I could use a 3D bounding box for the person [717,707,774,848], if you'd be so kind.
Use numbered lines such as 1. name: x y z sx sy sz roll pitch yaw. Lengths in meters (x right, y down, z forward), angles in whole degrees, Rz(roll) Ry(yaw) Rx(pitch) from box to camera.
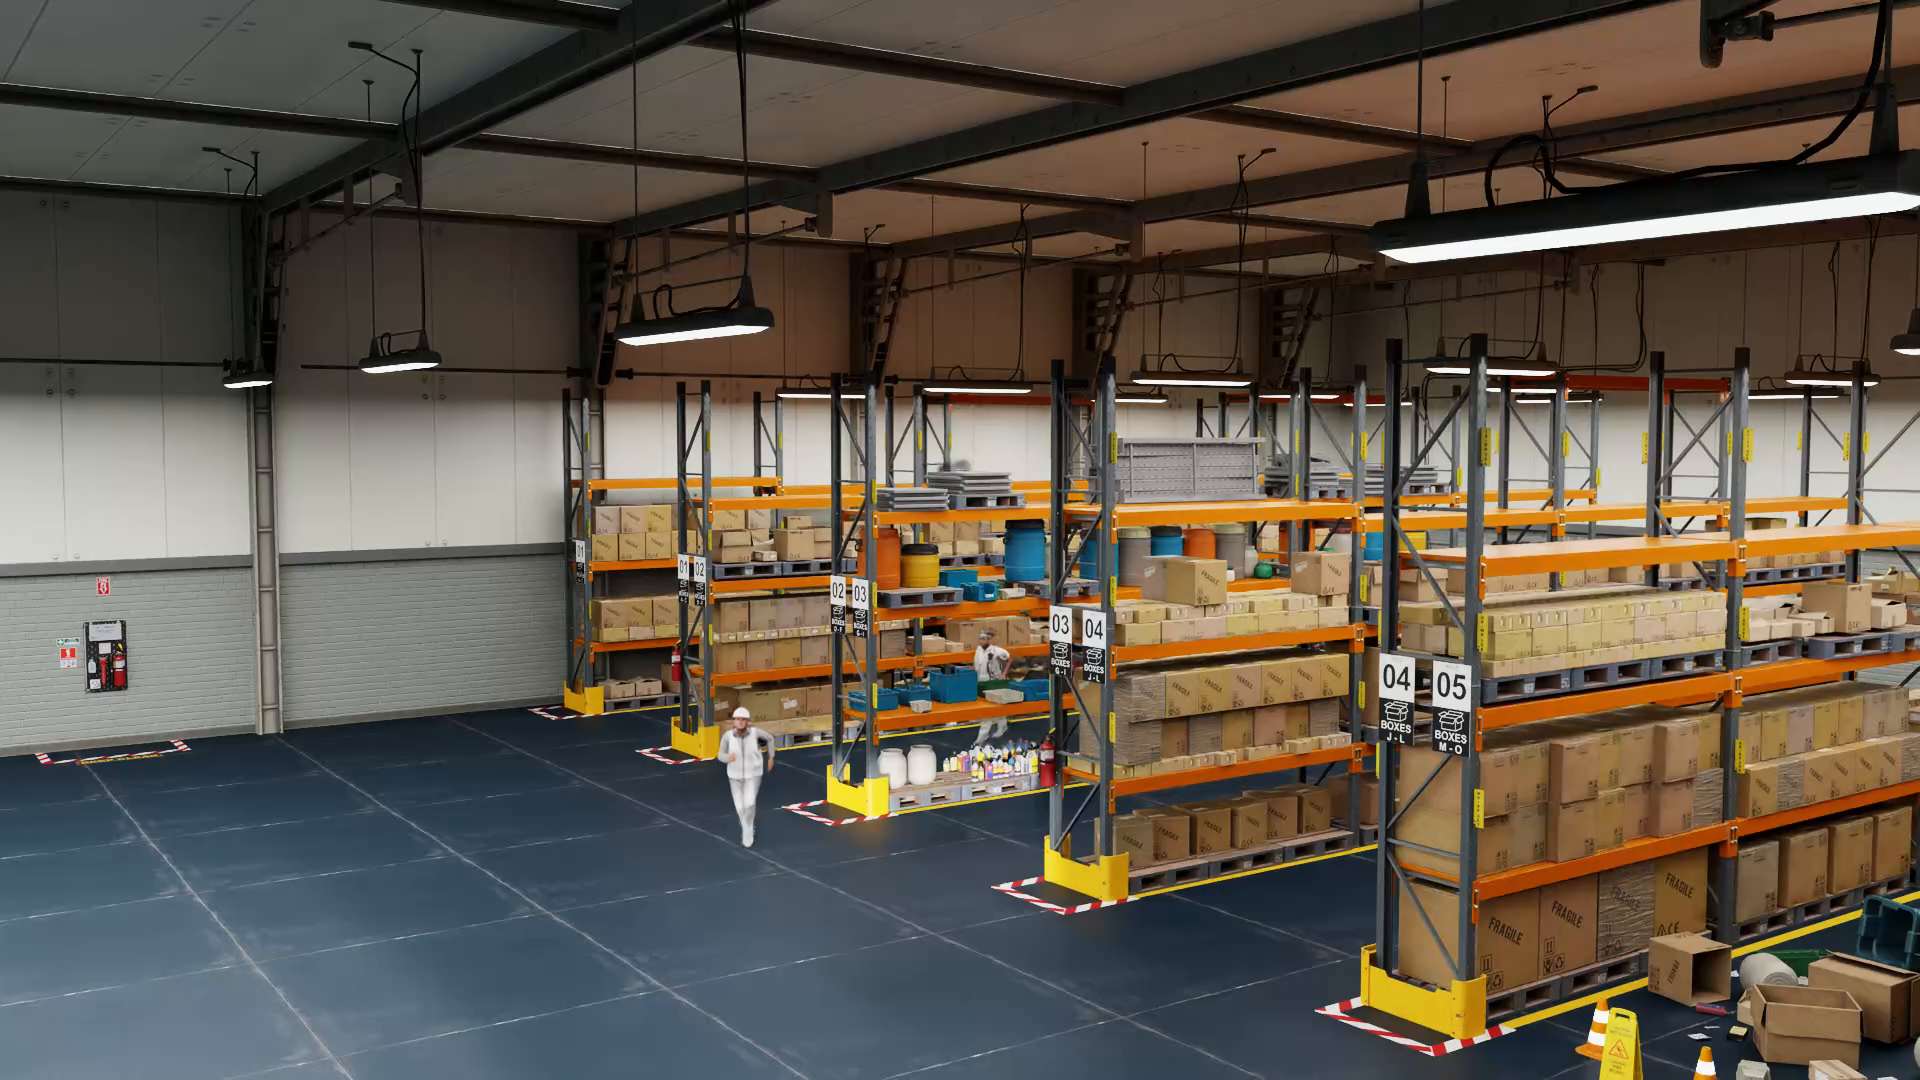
1. person: -2.676 2.946 20.752 0.683 1.755 0.802 0 4 0

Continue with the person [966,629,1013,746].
1. person: 0.471 2.328 26.632 0.881 1.826 0.608 -3 5 -37

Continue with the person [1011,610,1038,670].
1. person: 1.353 2.127 33.340 0.895 1.626 0.535 -2 4 -28
